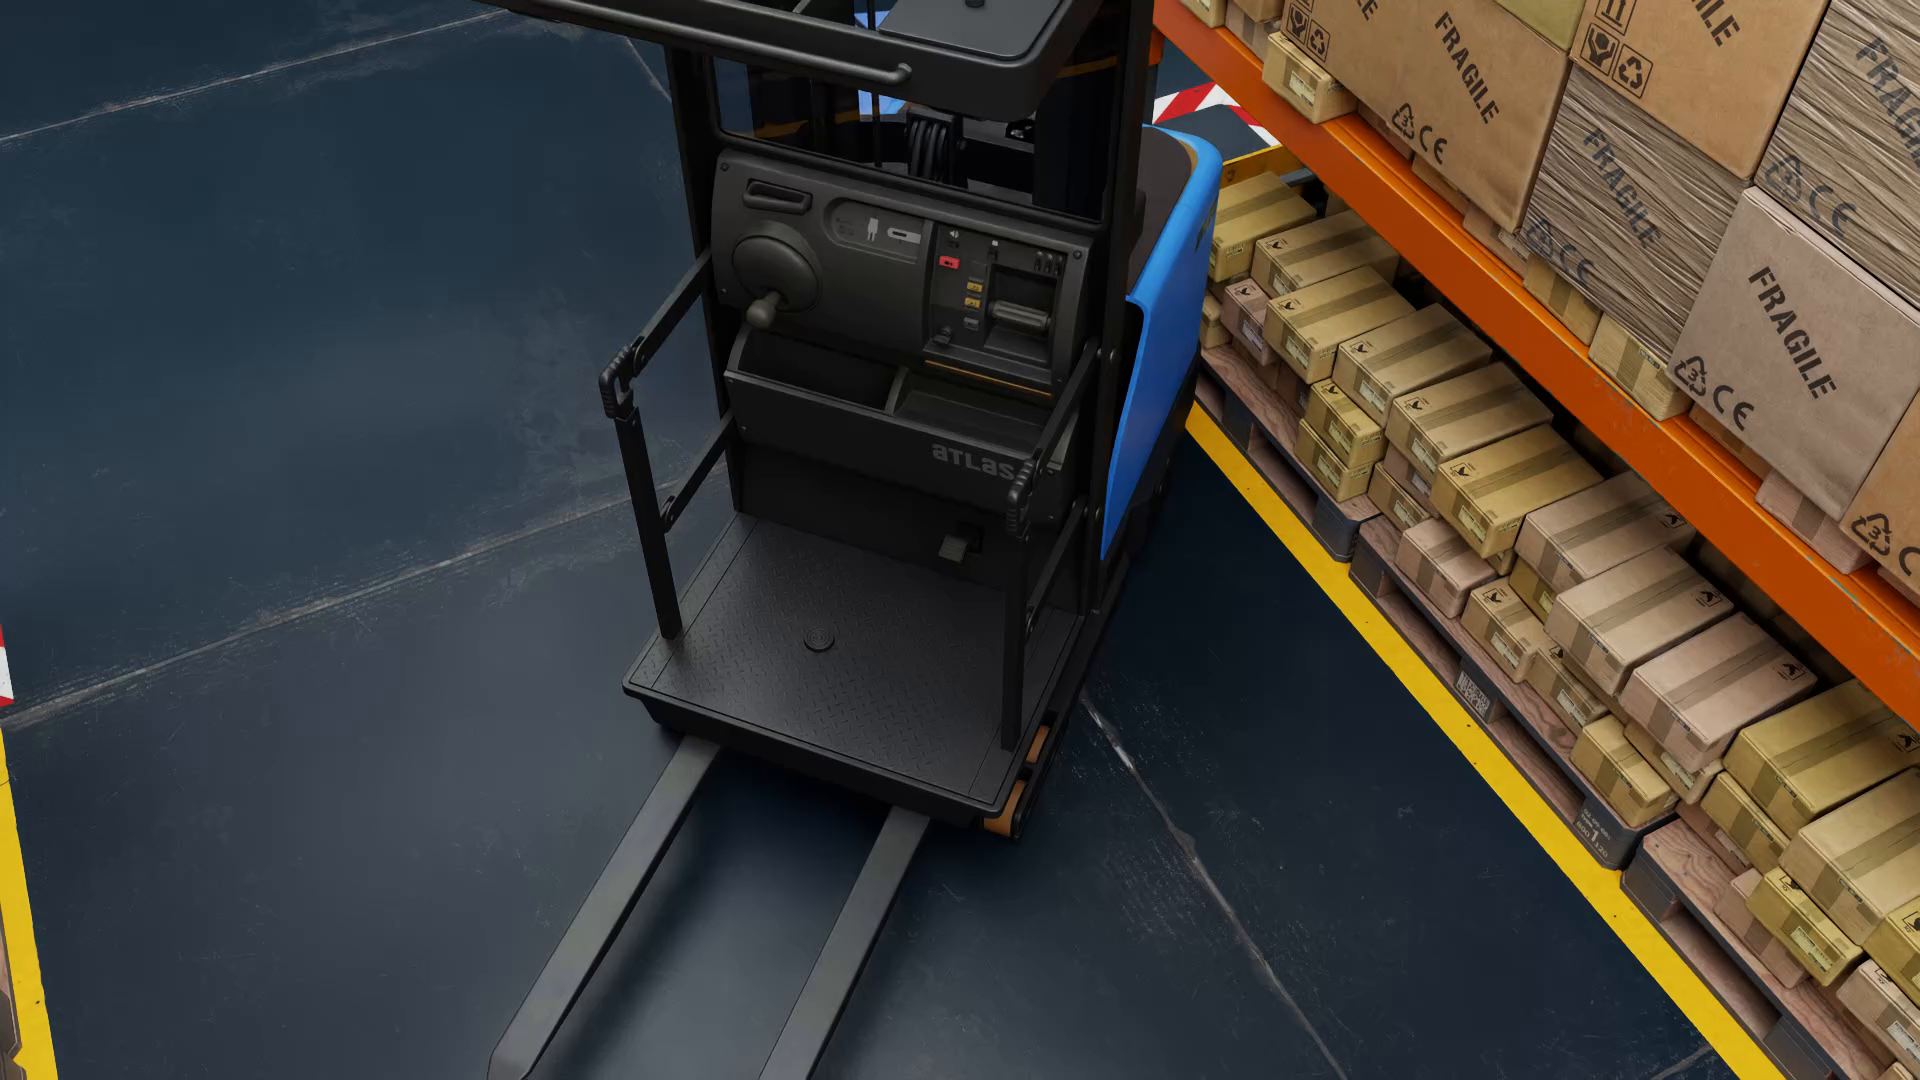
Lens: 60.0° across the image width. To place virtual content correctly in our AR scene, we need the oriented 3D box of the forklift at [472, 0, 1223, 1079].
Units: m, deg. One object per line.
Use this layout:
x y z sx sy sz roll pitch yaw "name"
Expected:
-0.232 -0.525 3.762 1.130 2.935 3.031 17 51 14 "forklift"

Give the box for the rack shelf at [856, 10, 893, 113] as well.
-0.244 -1.524 5.825 0.538 0.185 1.000 -7 49 -6 "rack shelf"

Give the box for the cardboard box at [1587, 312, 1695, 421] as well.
1.690 -0.457 3.824 0.380 0.149 0.250 -20 52 -17 "cardboard box"

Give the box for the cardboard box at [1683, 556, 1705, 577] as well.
2.109 0.034 4.842 0.380 0.149 0.250 -20 52 -17 "cardboard box"

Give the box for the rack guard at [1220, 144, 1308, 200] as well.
1.013 -1.211 5.977 1.175 0.500 0.348 -21 52 -18 "rack guard"

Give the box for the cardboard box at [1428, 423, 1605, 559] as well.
1.535 -0.139 4.598 0.380 0.149 0.250 -20 52 -17 "cardboard box"

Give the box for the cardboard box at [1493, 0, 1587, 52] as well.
1.402 -1.462 3.607 0.500 0.500 0.500 -22 52 -18 "cardboard box"

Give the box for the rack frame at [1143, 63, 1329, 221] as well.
0.978 -2.085 5.081 1.000 3.000 0.127 -21 52 -18 "rack frame"

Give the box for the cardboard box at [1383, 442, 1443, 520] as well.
1.482 -0.254 4.896 0.380 0.149 0.250 -23 53 -19 "cardboard box"

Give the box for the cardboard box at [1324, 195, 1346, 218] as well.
1.473 -1.128 5.661 0.380 0.149 0.250 -22 53 -18 "cardboard box"

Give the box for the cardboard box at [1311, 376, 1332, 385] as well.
1.255 -0.608 5.206 0.380 0.149 0.250 -21 52 -17 "cardboard box"

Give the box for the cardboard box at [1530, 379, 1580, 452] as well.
1.961 -0.438 5.058 0.380 0.149 0.250 -20 52 -17 "cardboard box"

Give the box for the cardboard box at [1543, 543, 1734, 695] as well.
1.752 0.200 4.302 0.380 0.149 0.250 -23 53 -19 "cardboard box"

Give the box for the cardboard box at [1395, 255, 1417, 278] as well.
1.509 -1.026 5.374 0.380 0.149 0.250 -20 52 -17 "cardboard box"

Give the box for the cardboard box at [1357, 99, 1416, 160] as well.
1.304 -1.192 4.466 0.380 0.149 0.250 -19 51 -16 "cardboard box"

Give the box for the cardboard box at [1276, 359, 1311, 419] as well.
1.245 -0.513 5.321 0.380 0.149 0.250 -21 52 -17 "cardboard box"

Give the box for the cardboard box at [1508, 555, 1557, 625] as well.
1.758 0.098 4.589 0.380 0.149 0.250 -19 51 -16 "cardboard box"

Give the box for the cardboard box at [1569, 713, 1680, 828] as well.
1.852 0.555 4.387 0.380 0.149 0.250 -21 52 -18 "cardboard box"

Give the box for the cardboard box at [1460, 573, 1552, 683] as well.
1.653 0.207 4.691 0.380 0.149 0.250 -21 52 -18 "cardboard box"

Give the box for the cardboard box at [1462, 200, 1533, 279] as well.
1.494 -0.827 4.147 0.380 0.149 0.250 -22 52 -18 "cardboard box"

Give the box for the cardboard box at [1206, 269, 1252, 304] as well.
0.989 -0.944 5.500 0.380 0.149 0.250 -19 52 -16 "cardboard box"

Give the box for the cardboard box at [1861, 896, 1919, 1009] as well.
2.262 0.891 3.698 0.380 0.149 0.250 -21 52 -17 "cardboard box"

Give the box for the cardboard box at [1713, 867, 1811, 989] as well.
2.103 0.890 4.094 0.380 0.149 0.250 -23 53 -19 "cardboard box"

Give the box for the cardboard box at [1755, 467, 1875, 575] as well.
1.939 -0.123 3.531 0.380 0.149 0.250 -23 53 -19 "cardboard box"

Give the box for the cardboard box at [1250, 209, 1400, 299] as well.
1.149 -0.870 5.238 0.380 0.149 0.250 -20 52 -17 "cardboard box"

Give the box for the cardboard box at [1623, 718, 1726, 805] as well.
1.947 0.478 4.257 0.380 0.149 0.250 -20 52 -17 "cardboard box"

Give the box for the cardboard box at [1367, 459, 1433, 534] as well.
1.466 -0.166 5.018 0.380 0.149 0.250 -21 52 -17 "cardboard box"

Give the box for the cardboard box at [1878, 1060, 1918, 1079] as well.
2.326 1.247 3.781 0.380 0.149 0.250 -21 52 -17 "cardboard box"

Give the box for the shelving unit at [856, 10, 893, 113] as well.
-0.244 -1.642 5.690 0.538 1.500 1.048 -7 49 -6 "shelving unit"

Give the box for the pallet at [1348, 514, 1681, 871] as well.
1.907 0.255 4.887 1.003 0.211 1.213 -21 52 -18 "pallet"

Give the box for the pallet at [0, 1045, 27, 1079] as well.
-2.489 1.797 3.538 1.003 0.211 1.213 -21 52 -18 "pallet"

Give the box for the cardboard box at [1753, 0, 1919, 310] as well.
1.890 -0.781 3.012 0.500 0.500 0.500 -20 52 -17 "cardboard box"

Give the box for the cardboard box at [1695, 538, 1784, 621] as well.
2.221 0.018 4.461 0.380 0.149 0.250 -23 53 -19 "cardboard box"

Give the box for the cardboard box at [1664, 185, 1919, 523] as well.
1.873 -0.446 3.384 0.500 0.500 0.500 -21 52 -18 "cardboard box"

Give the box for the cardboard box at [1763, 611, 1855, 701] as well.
2.362 0.279 4.431 0.380 0.149 0.250 -19 51 -16 "cardboard box"

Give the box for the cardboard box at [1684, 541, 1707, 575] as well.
2.213 -0.086 4.750 0.380 0.149 0.250 -21 52 -17 "cardboard box"

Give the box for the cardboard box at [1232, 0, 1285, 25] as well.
0.938 -1.820 4.585 0.500 0.500 0.500 -19 51 -16 "cardboard box"

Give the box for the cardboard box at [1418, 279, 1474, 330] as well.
1.713 -0.781 5.357 0.380 0.149 0.250 -23 53 -19 "cardboard box"

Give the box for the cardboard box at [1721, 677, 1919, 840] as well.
2.092 0.526 4.017 0.380 0.149 0.250 -20 52 -16 "cardboard box"

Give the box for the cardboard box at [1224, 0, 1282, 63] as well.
0.988 -1.517 4.751 0.380 0.149 0.250 -19 52 -16 "cardboard box"

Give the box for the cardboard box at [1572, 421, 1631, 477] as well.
1.998 -0.326 4.762 0.380 0.149 0.250 -23 53 -19 "cardboard box"

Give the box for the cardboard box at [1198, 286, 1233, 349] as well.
0.933 -0.824 5.593 0.380 0.149 0.250 -20 52 -17 "cardboard box"

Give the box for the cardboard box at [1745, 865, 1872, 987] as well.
2.108 0.843 3.937 0.380 0.149 0.250 -23 53 -19 "cardboard box"

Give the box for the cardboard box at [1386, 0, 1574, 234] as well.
1.418 -1.139 3.989 0.500 0.500 0.500 -21 52 -17 "cardboard box"

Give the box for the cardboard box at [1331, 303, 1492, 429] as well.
1.337 -0.520 4.931 0.380 0.149 0.250 -24 53 -19 "cardboard box"
